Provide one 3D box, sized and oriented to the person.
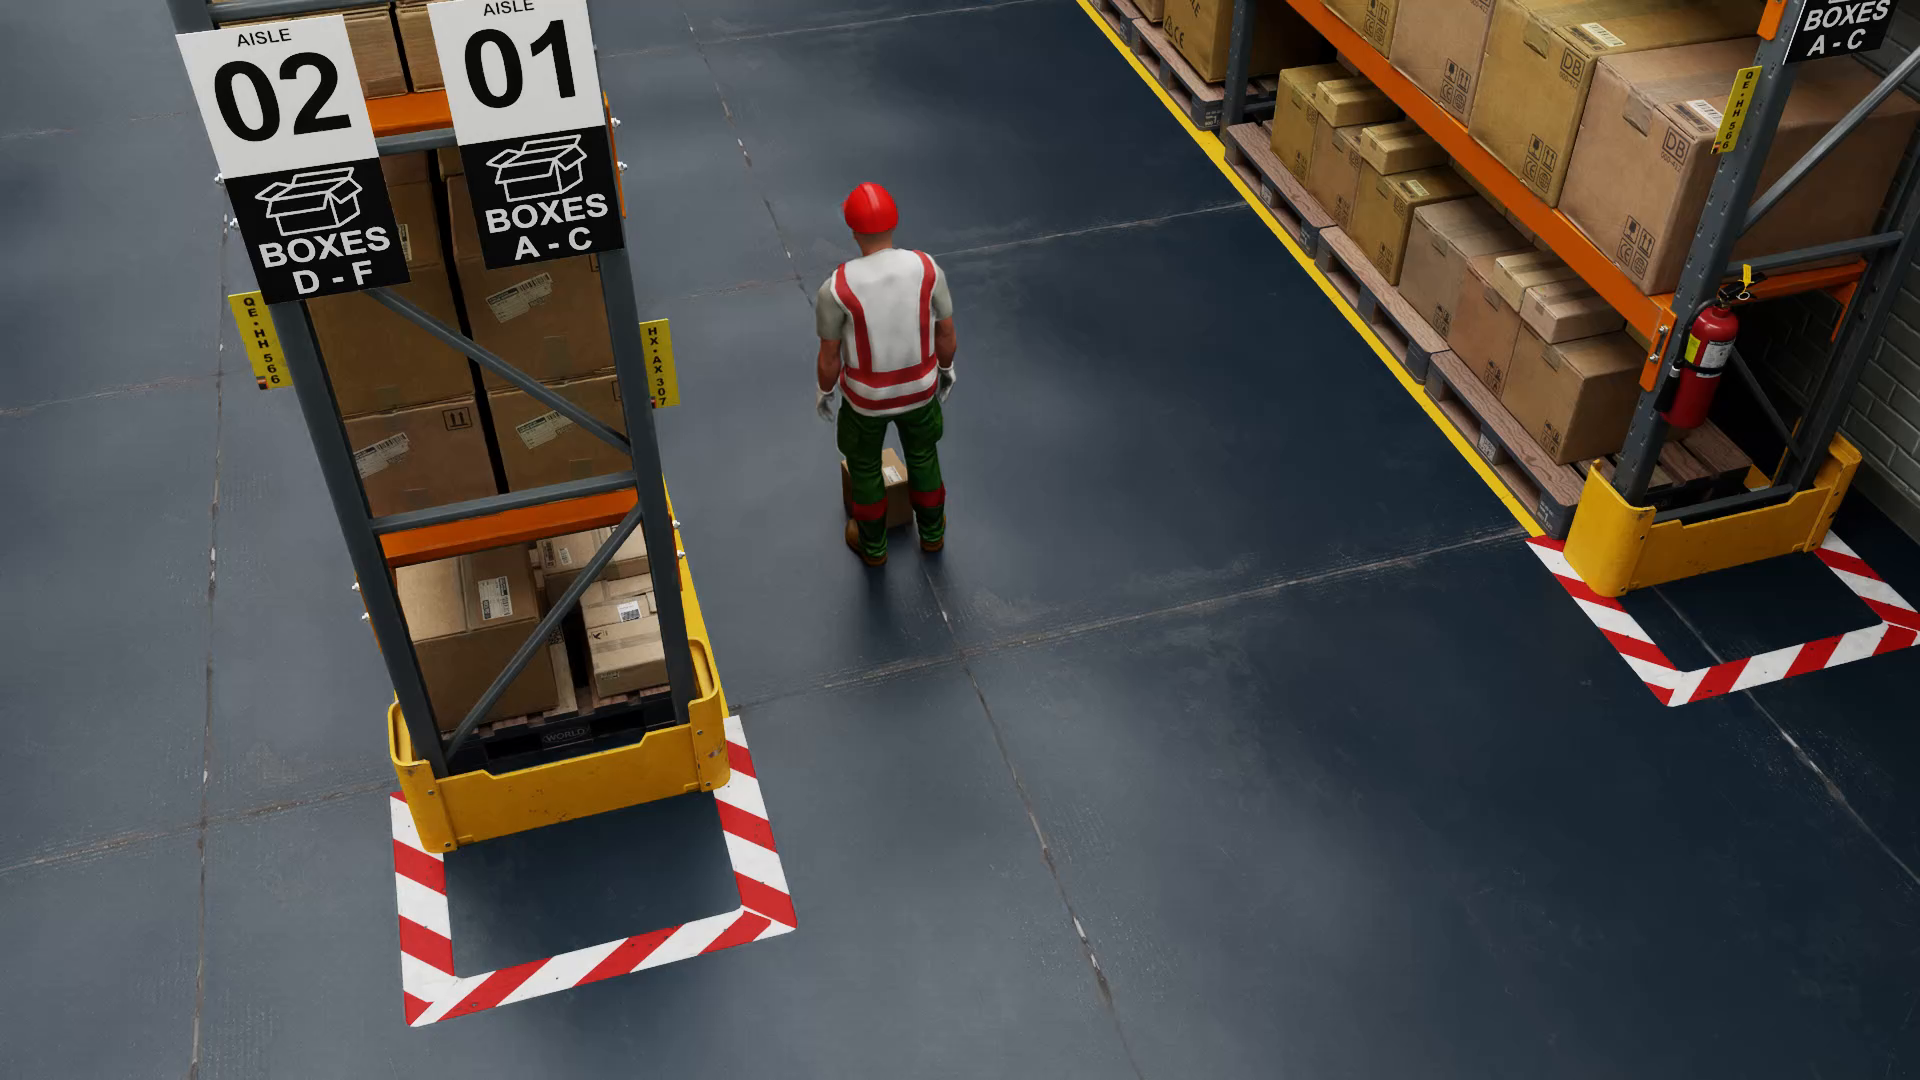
[{"bbox_3d":[-0.303,-0.645,6.869,0.607,1.779,0.451,-12,43,-13],"label":"person"}]
